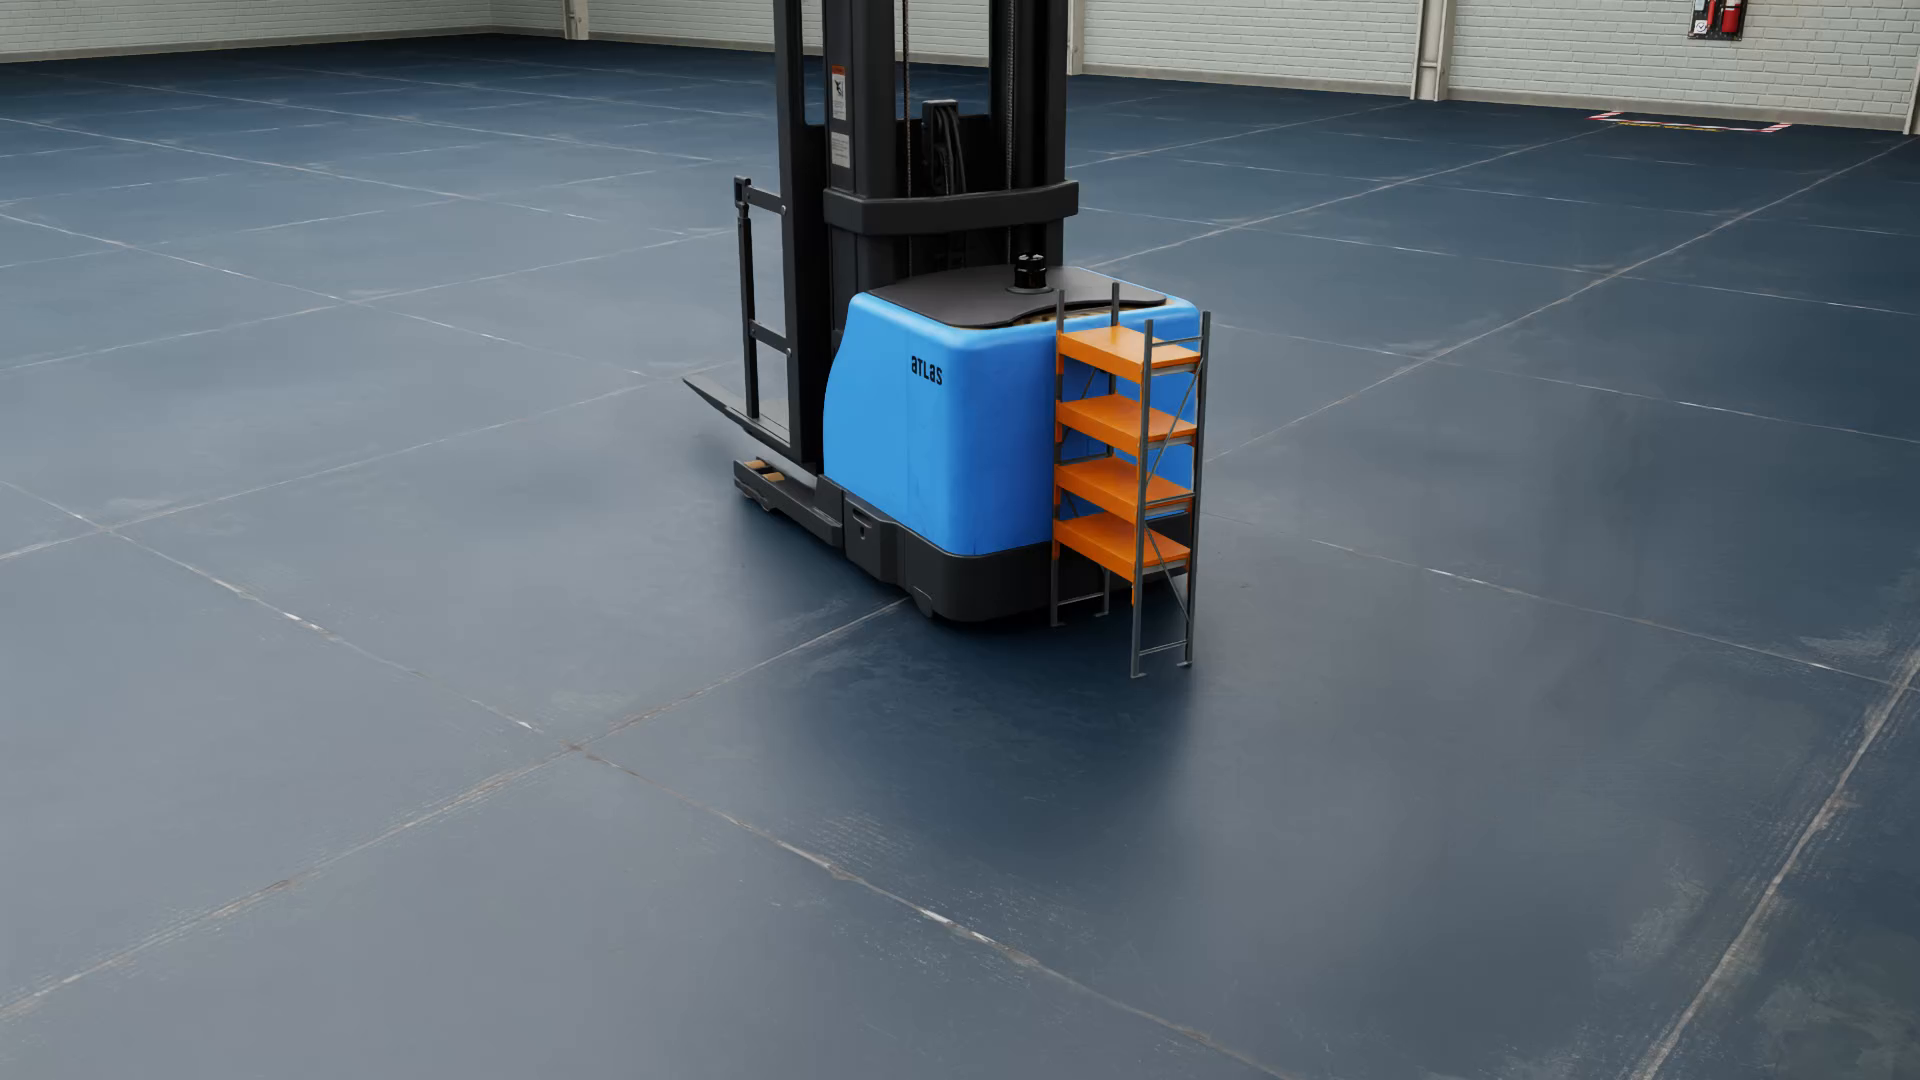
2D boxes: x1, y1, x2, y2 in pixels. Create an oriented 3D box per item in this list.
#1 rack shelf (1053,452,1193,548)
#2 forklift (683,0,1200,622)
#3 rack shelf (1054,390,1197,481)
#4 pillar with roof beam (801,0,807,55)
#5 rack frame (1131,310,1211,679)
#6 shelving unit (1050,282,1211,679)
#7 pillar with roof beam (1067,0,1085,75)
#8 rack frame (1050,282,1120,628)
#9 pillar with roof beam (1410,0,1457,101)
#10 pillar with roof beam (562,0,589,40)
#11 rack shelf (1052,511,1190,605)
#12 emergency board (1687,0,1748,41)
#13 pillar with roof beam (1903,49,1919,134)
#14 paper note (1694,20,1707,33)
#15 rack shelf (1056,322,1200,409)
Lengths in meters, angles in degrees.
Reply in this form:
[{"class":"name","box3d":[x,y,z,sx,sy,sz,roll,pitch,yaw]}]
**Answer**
[{"class":"rack shelf","box3d":[0.547,-0.139,5.527,0.258,0.148,0.480,-12,24,-28]},{"class":"forklift","box3d":[-0.313,-1.562,6.656,1.130,2.935,3.031,-12,24,-28]},{"class":"rack shelf","box3d":[0.547,-0.348,5.448,0.258,0.148,0.480,-12,24,-28]},{"class":"pillar with roof beam","box3d":[-5.690,-11.667,24.852,0.400,9.000,9.100,16,26,36]},{"class":"rack frame","box3d":[0.669,-0.127,5.306,0.240,1.200,0.015,-12,24,-28]},{"class":"shelving unit","box3d":[0.547,-0.202,5.503,0.258,1.200,0.503,-12,24,-28]},{"class":"pillar with roof beam","box3d":[-1.042,-10.328,21.302,0.400,9.000,9.100,16,26,36]},{"class":"rack frame","box3d":[0.424,-0.277,5.701,0.240,1.200,0.015,-12,24,-28]},{"class":"pillar with roof beam","box3d":[3.607,-8.989,17.753,0.400,9.000,9.100,16,26,36]},{"class":"pillar with roof beam","box3d":[-10.338,-13.005,28.402,0.400,9.000,9.100,16,26,36]},{"class":"rack shelf","box3d":[0.547,0.047,5.597,0.258,0.148,0.480,-12,24,-28]},{"class":"emergency board","box3d":[9.087,-6.582,19.872,0.643,1.169,0.194,16,26,36]},{"class":"pillar with roof beam","box3d":[8.255,-7.651,14.203,0.400,9.000,9.100,16,26,36]},{"class":"paper note","box3d":[8.993,-6.228,20.182,0.142,0.148,0.016,16,26,36]},{"class":"rack shelf","box3d":[0.547,-0.570,5.365,0.258,0.148,0.480,-12,24,-28]}]
